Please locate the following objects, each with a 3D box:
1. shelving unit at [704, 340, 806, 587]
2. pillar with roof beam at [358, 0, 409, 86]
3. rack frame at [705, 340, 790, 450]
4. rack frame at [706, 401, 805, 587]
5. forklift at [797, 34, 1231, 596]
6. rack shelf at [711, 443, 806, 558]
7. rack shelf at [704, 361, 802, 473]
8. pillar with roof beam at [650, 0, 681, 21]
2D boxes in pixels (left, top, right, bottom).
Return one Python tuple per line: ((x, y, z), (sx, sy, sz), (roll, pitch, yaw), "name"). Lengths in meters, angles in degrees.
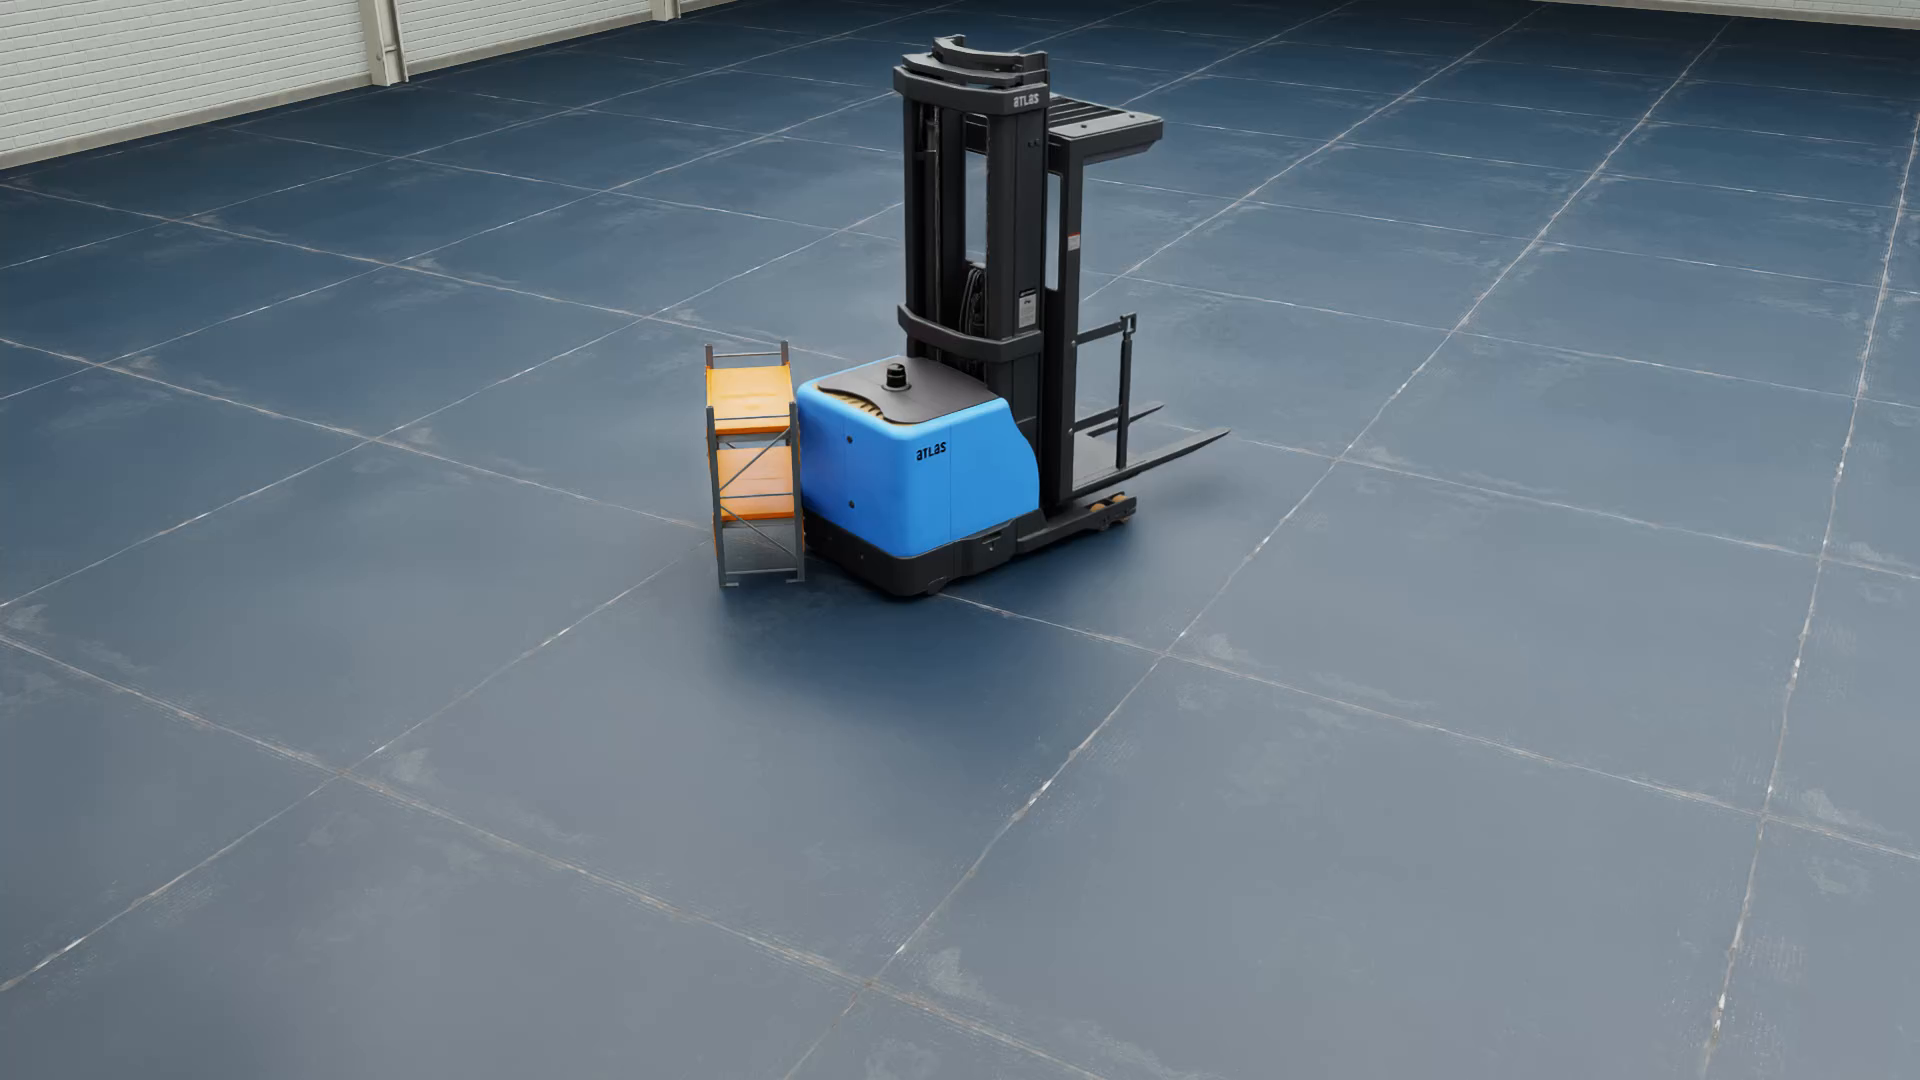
((-1.231, -0.476, 9.944), (0.538, 1.125, 1.048), (-4, 27, -7), "shelving unit")
((-4.051, -9.336, 18.848), (9.100, 9.000, 0.400), (14, 30, 26), "pillar with roof beam")
((-1.303, -0.701, 10.394), (0.500, 1.125, 0.032), (-4, 27, -7), "rack frame")
((-1.160, -0.250, 9.493), (0.500, 1.125, 0.032), (-4, 27, -7), "rack frame")
((0.477, -1.529, 10.029), (3.031, 2.935, 1.130), (-21, 34, -36), "forklift")
((-1.231, -0.257, 10.053), (0.538, 0.278, 1.000), (-4, 27, -7), "rack shelf")
((-1.231, -0.737, 9.812), (0.538, 0.278, 1.000), (-4, 27, -7), "rack shelf")
((-1.100, -11.674, 23.519), (9.100, 9.000, 0.400), (14, 30, 26), "pillar with roof beam")
